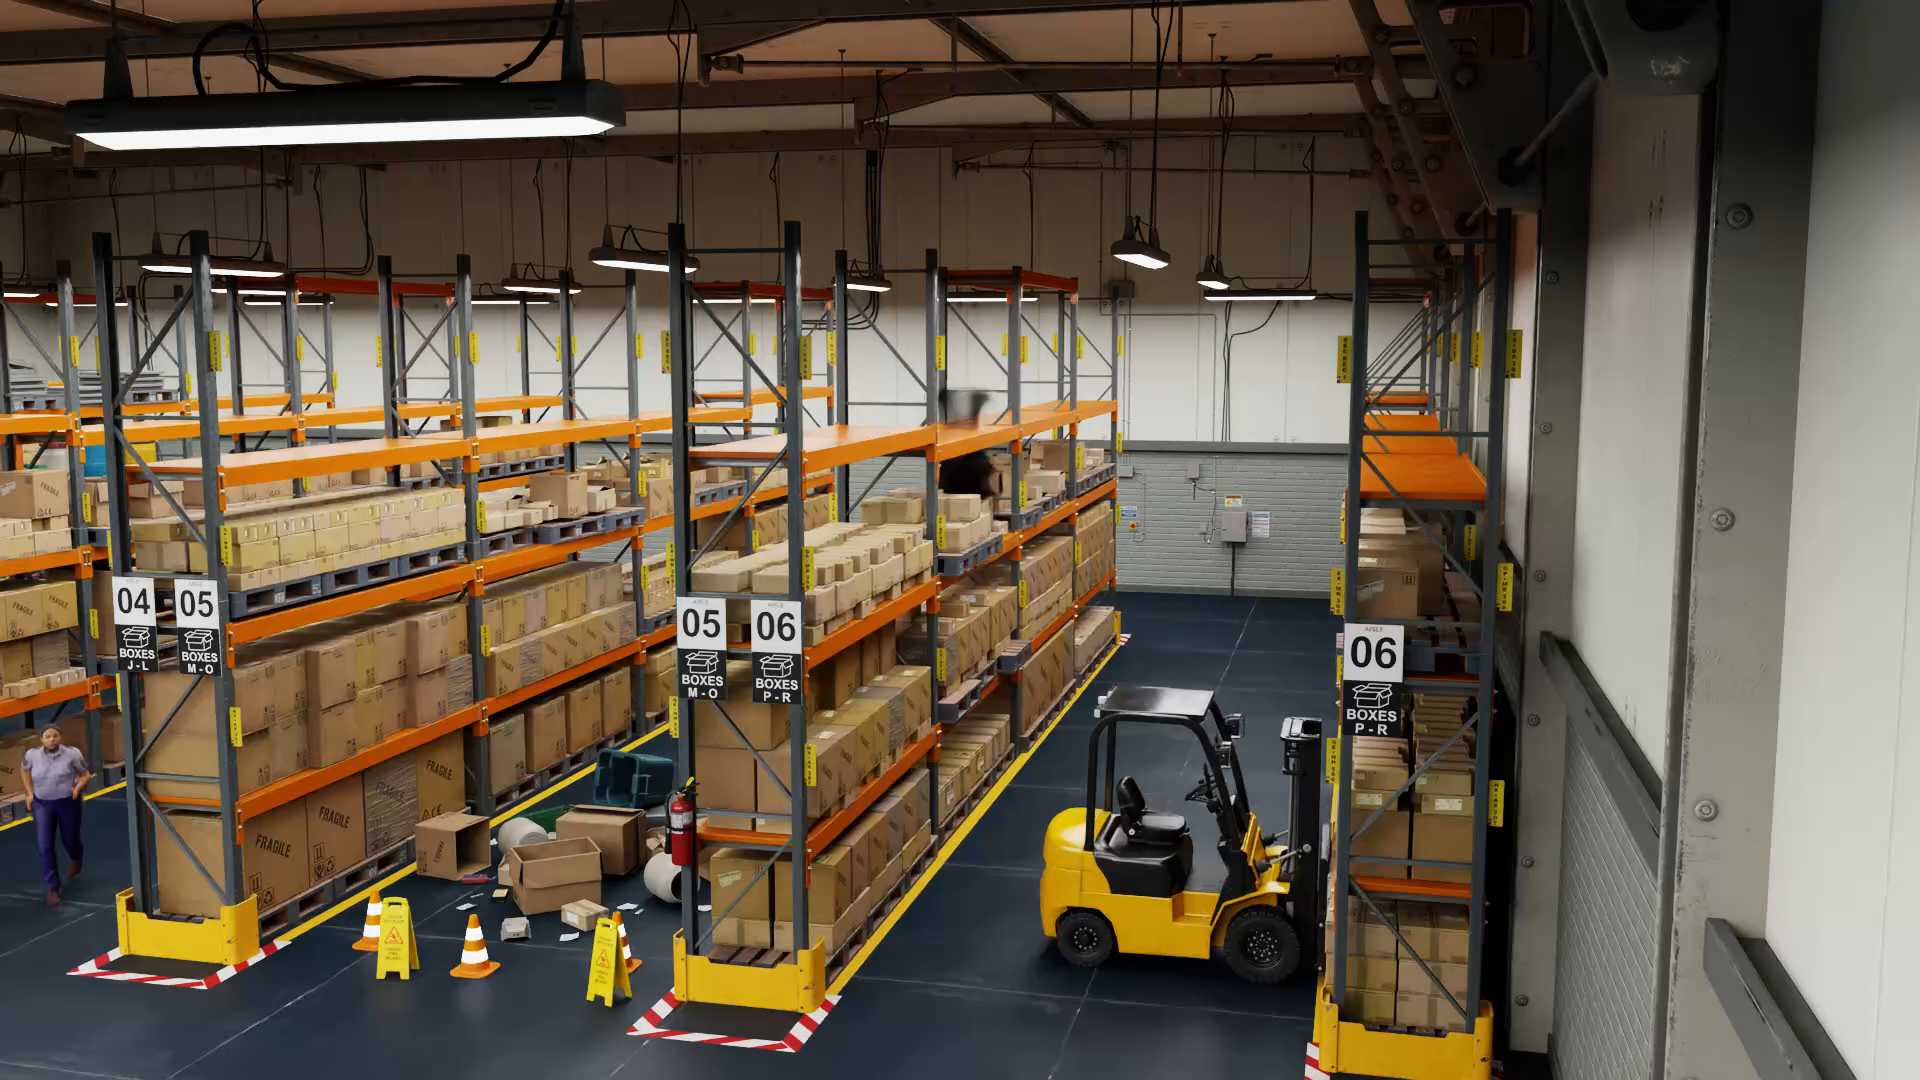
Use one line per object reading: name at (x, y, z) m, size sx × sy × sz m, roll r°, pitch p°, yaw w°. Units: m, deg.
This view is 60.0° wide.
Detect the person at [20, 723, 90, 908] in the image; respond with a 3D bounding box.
person at (-8.397, 2.485, 15.456) m, size 0.569 × 1.647 × 0.894 m, roll -3°, pitch 8°, yaw -24°
